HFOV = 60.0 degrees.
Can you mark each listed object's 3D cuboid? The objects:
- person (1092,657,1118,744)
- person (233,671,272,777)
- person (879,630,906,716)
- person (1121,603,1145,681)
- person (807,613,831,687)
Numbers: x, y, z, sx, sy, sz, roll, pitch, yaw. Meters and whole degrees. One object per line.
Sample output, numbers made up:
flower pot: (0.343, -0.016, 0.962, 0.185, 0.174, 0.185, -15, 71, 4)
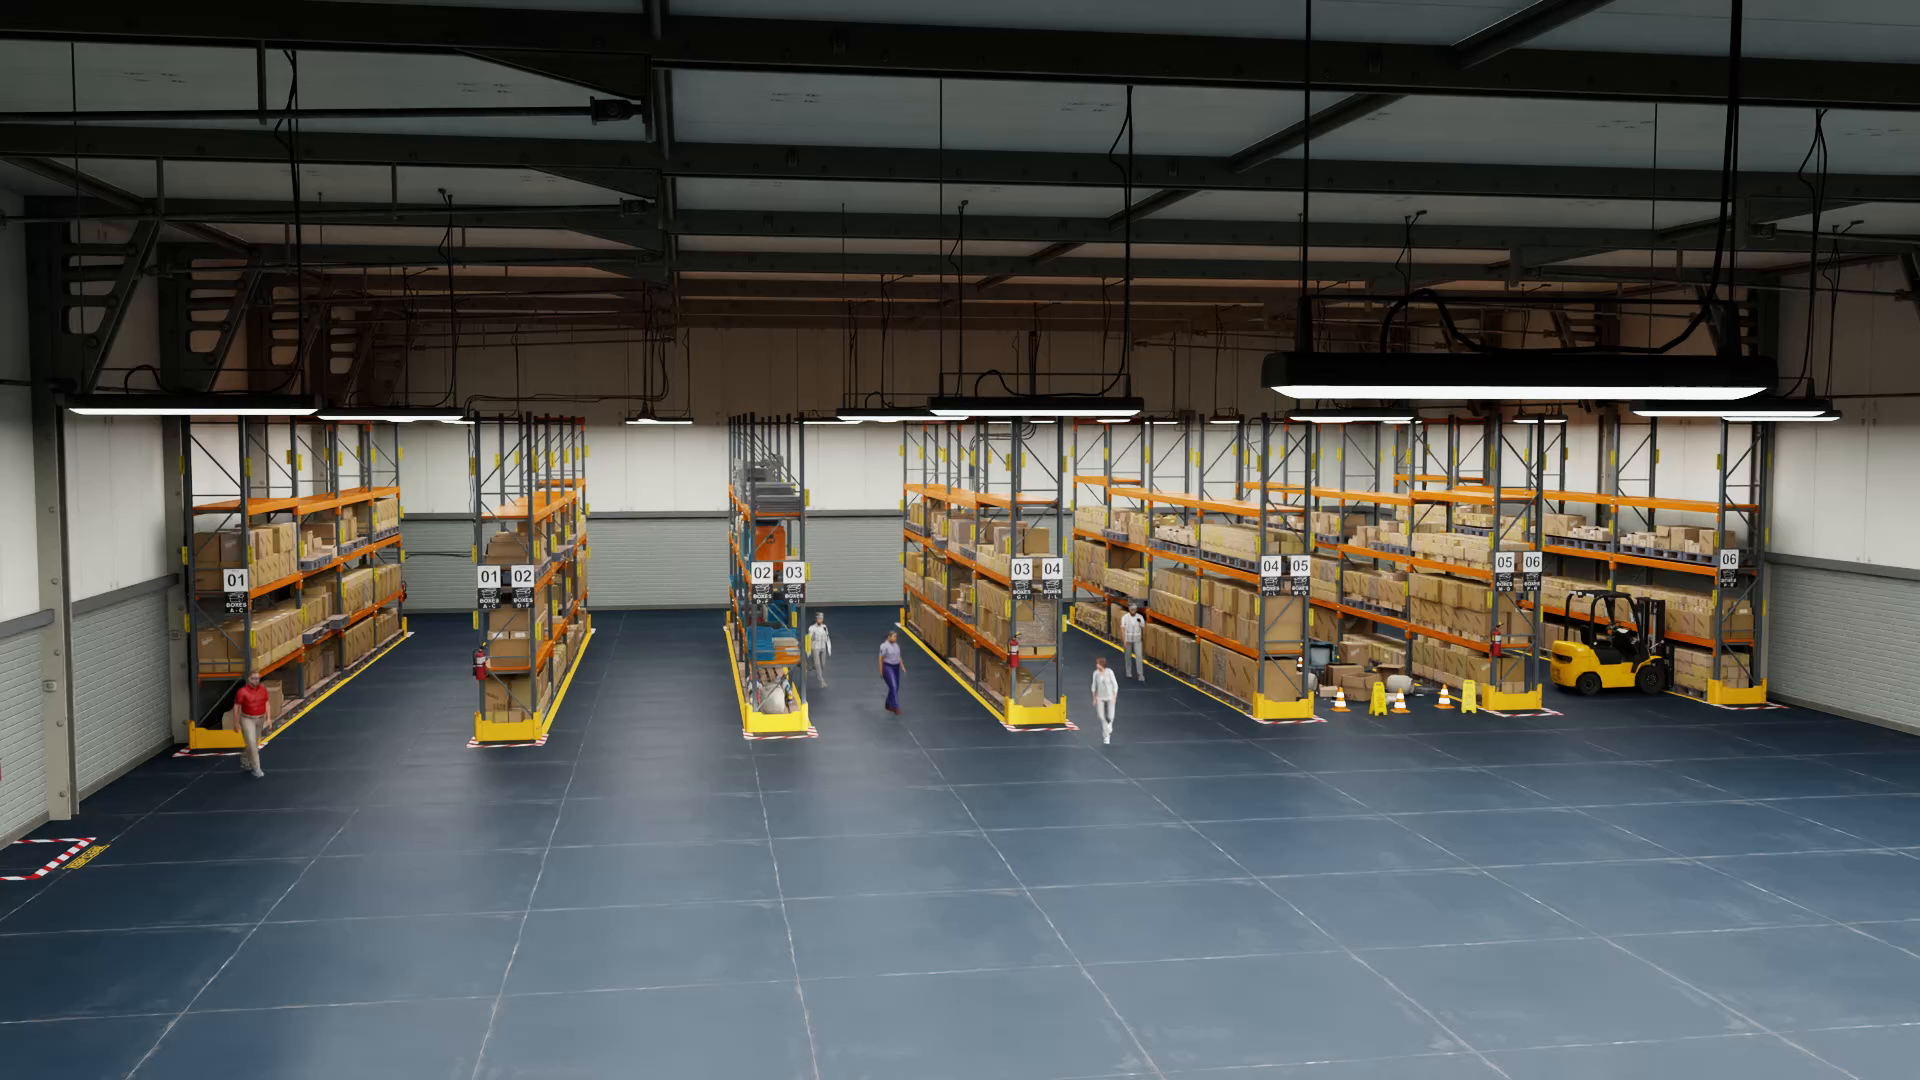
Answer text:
person: (2.629, 2.895, 30.198, 0.481, 1.570, 0.490, 1, 4, 14)
person: (-11.630, 2.992, 27.411, 0.938, 1.682, 0.570, 2, 4, 29)
person: (-1.300, 2.660, 33.331, 0.682, 1.642, 0.504, 3, 5, 39)
person: (3.919, 2.276, 37.675, 0.553, 1.719, 0.918, 0, 4, 4)
person: (-3.084, 2.387, 36.588, 0.504, 1.598, 0.997, -4, 5, -42)
